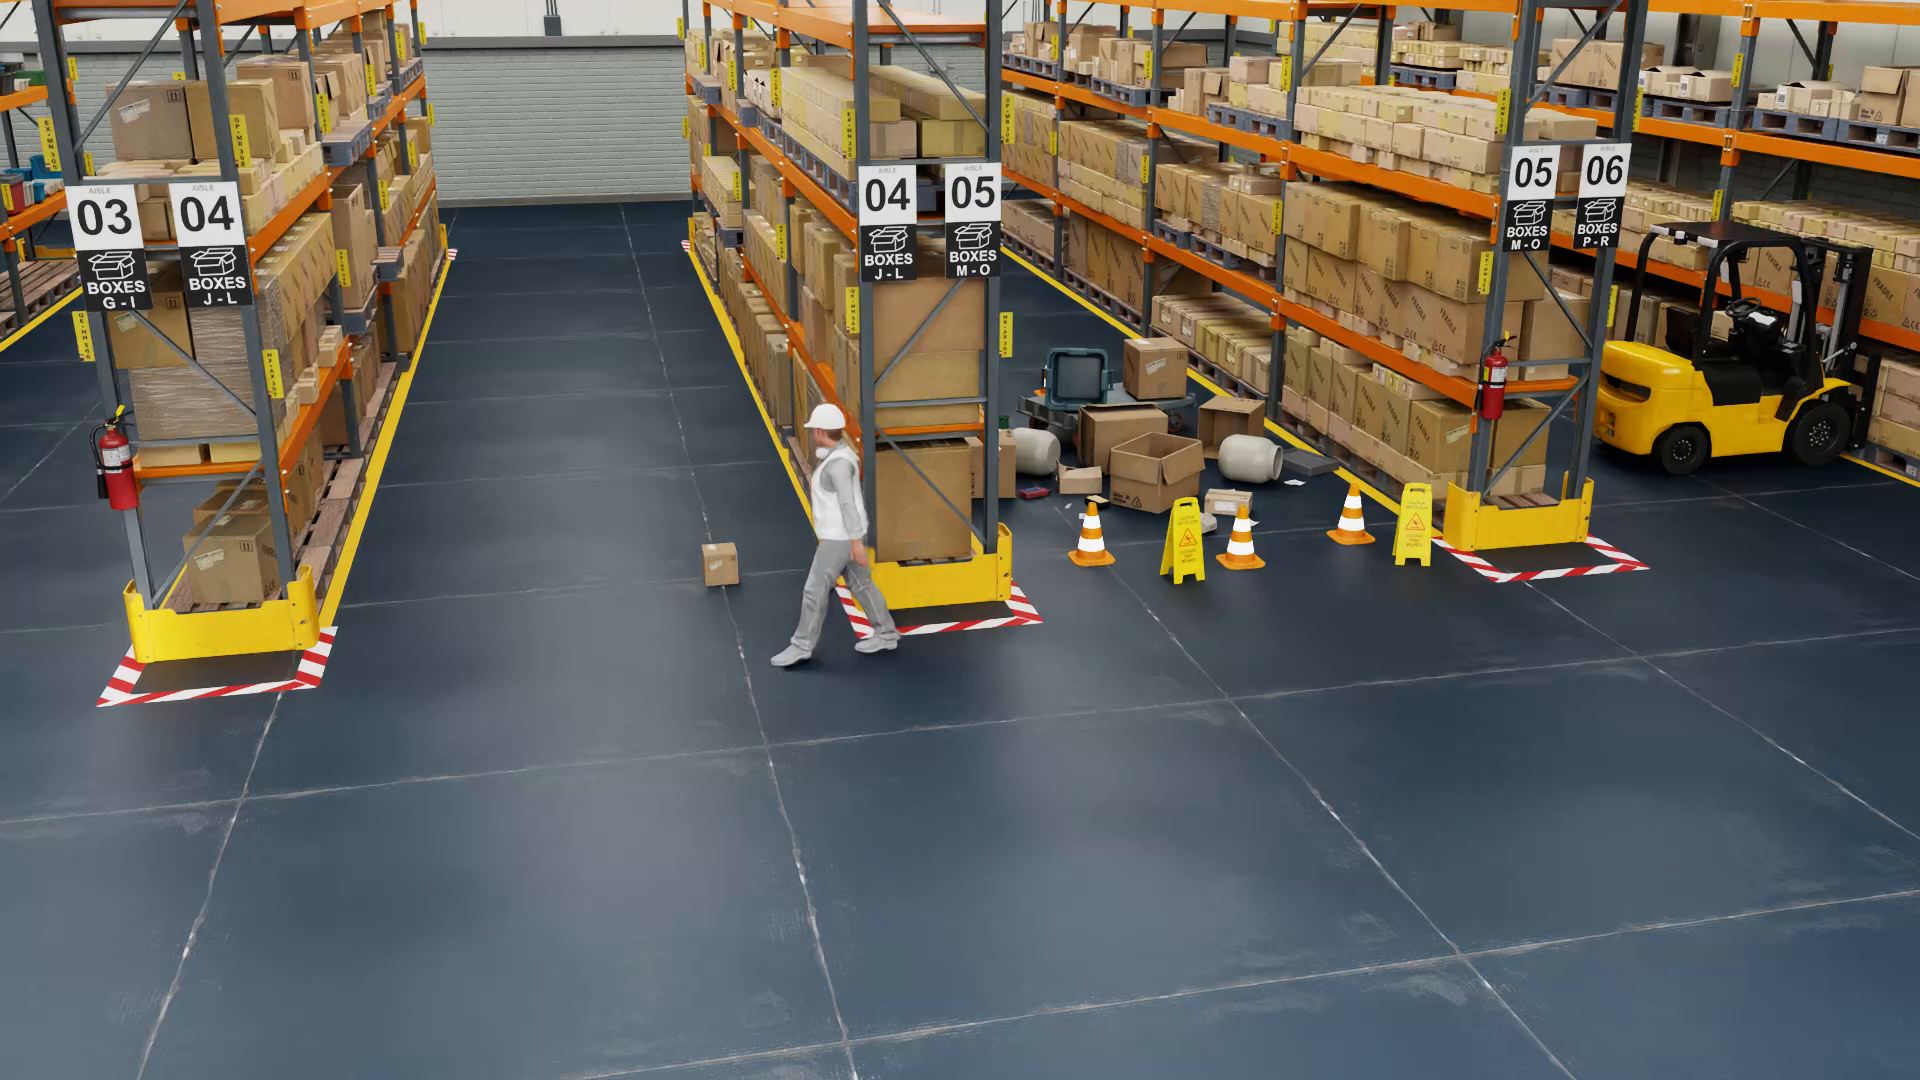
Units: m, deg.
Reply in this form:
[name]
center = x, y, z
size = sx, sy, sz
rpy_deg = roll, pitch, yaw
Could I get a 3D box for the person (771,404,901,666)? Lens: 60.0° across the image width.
[person]
center = -0.841, -0.052, 11.166
size = 0.860, 1.739, 0.613
rpy_deg = 1, 19, 2
